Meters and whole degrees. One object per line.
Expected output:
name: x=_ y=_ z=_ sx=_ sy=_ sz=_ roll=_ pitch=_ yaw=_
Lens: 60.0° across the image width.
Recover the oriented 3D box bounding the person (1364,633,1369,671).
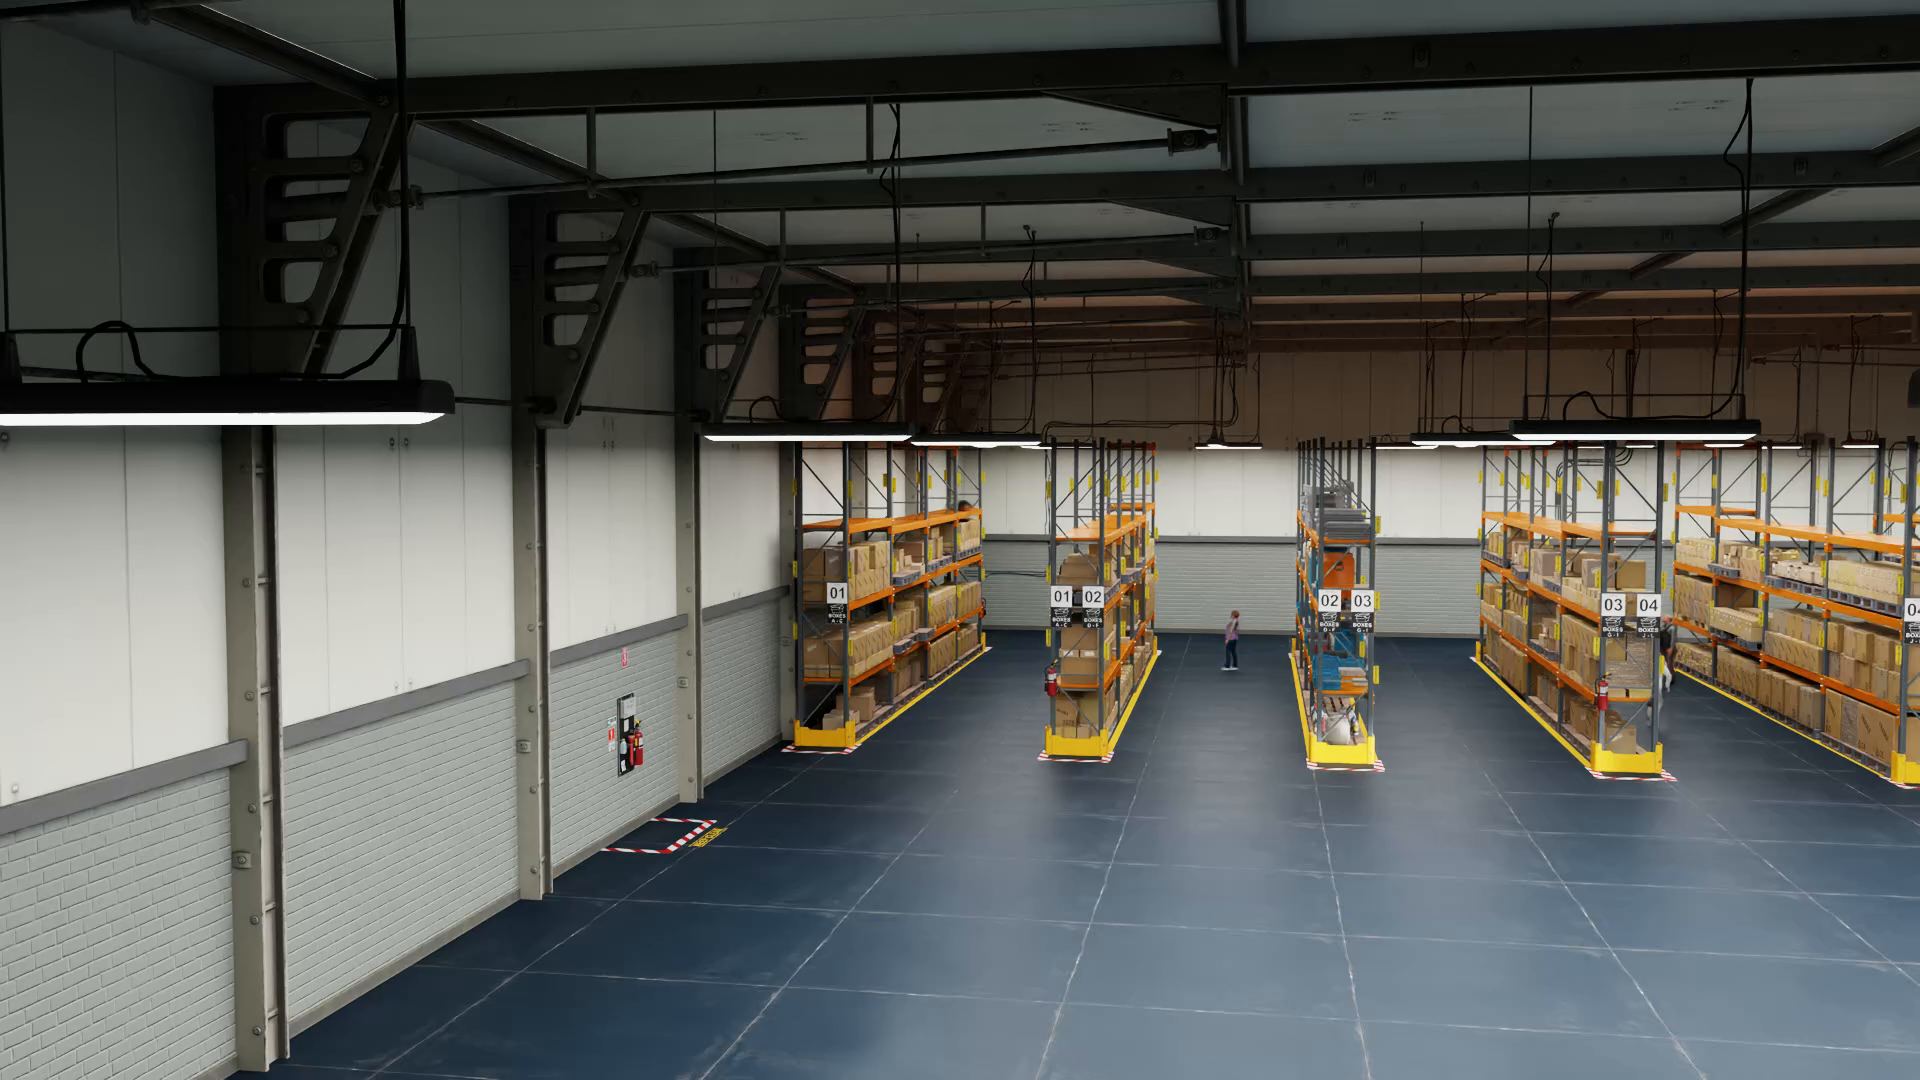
person: x=10.588 y=2.526 z=43.787 sx=0.509 sy=1.795 sz=0.634 roll=-2 pitch=3 yaw=-27

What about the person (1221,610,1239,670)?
person: x=7.073 y=2.625 z=43.562 sx=0.428 sy=1.594 sz=0.491 roll=2 pitch=4 yaw=31

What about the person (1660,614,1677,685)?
person: x=17.480 y=2.696 z=41.134 sx=0.413 sy=1.725 sz=0.575 roll=-1 pitch=3 yaw=-25

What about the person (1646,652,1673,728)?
person: x=14.490 y=3.087 z=34.582 sx=0.588 sy=1.638 sz=0.439 roll=3 pitch=4 yaw=40
